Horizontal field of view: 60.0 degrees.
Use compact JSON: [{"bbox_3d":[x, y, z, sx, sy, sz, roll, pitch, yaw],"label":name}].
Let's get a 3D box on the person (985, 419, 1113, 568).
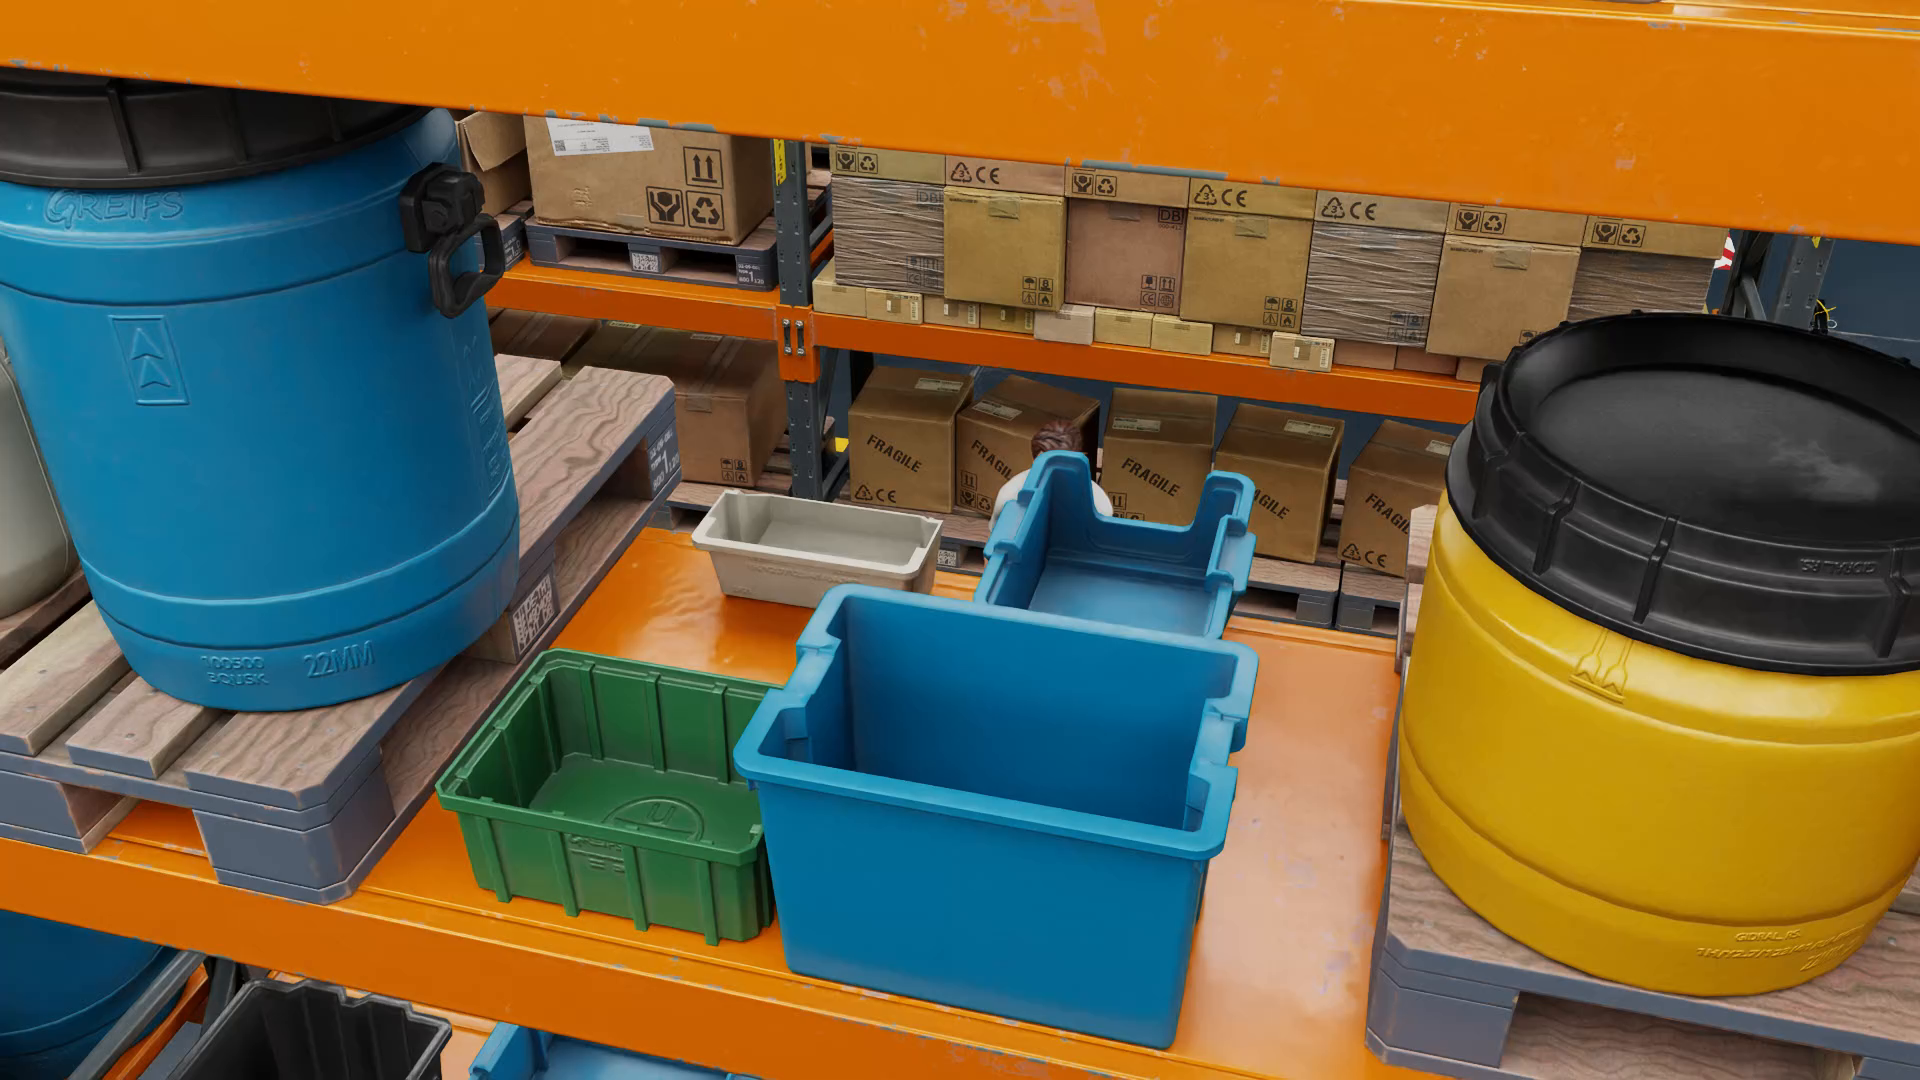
[{"bbox_3d":[0.311,0.286,6.200,0.510,1.671,0.417,6,33,9],"label":"person"}]
